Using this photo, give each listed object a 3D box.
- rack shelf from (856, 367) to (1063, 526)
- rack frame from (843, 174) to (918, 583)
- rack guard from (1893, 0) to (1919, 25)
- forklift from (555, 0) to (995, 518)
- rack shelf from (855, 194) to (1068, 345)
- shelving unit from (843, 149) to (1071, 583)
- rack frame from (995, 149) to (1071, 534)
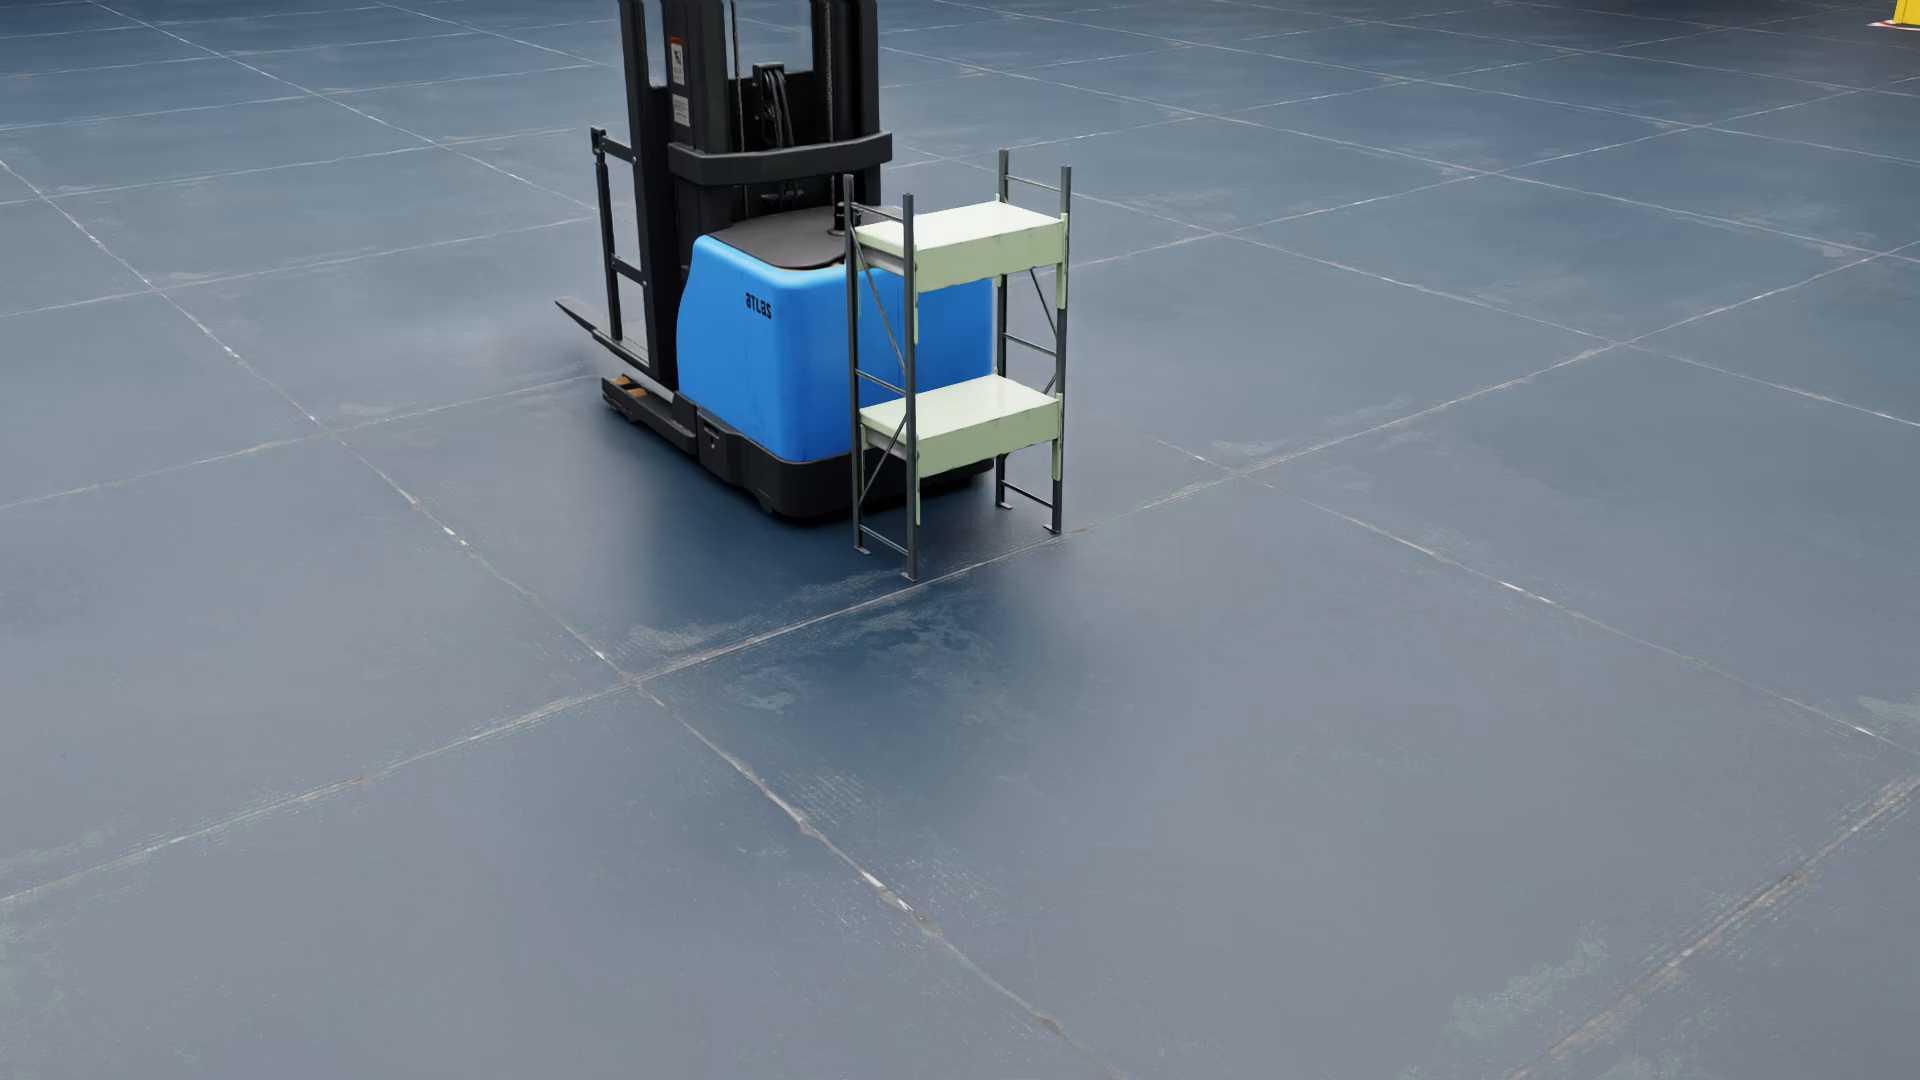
[{"bbox_3d":[-0.005,-0.383,6.568,0.720,0.370,0.431,-18,31,-34],"label":"rack shelf"},{"bbox_3d":[-0.293,-0.583,6.226,0.023,1.500,0.400,-18,31,-34],"label":"rack frame"},{"bbox_3d":[11.984,-6.469,20.094,0.348,0.500,1.175,-18,31,-34],"label":"rack guard"},{"bbox_3d":[-1.085,-1.989,7.554,1.130,2.935,3.031,-16,29,-30],"label":"forklift"},{"bbox_3d":[-0.005,-1.033,6.266,0.720,0.370,0.431,-18,31,-34],"label":"rack shelf"},{"bbox_3d":[-0.005,-0.679,6.431,0.755,1.500,0.431,-18,31,-34],"label":"shelving unit"},{"bbox_3d":[0.283,-0.774,6.635,0.023,1.500,0.400,-18,31,-34],"label":"rack frame"}]
